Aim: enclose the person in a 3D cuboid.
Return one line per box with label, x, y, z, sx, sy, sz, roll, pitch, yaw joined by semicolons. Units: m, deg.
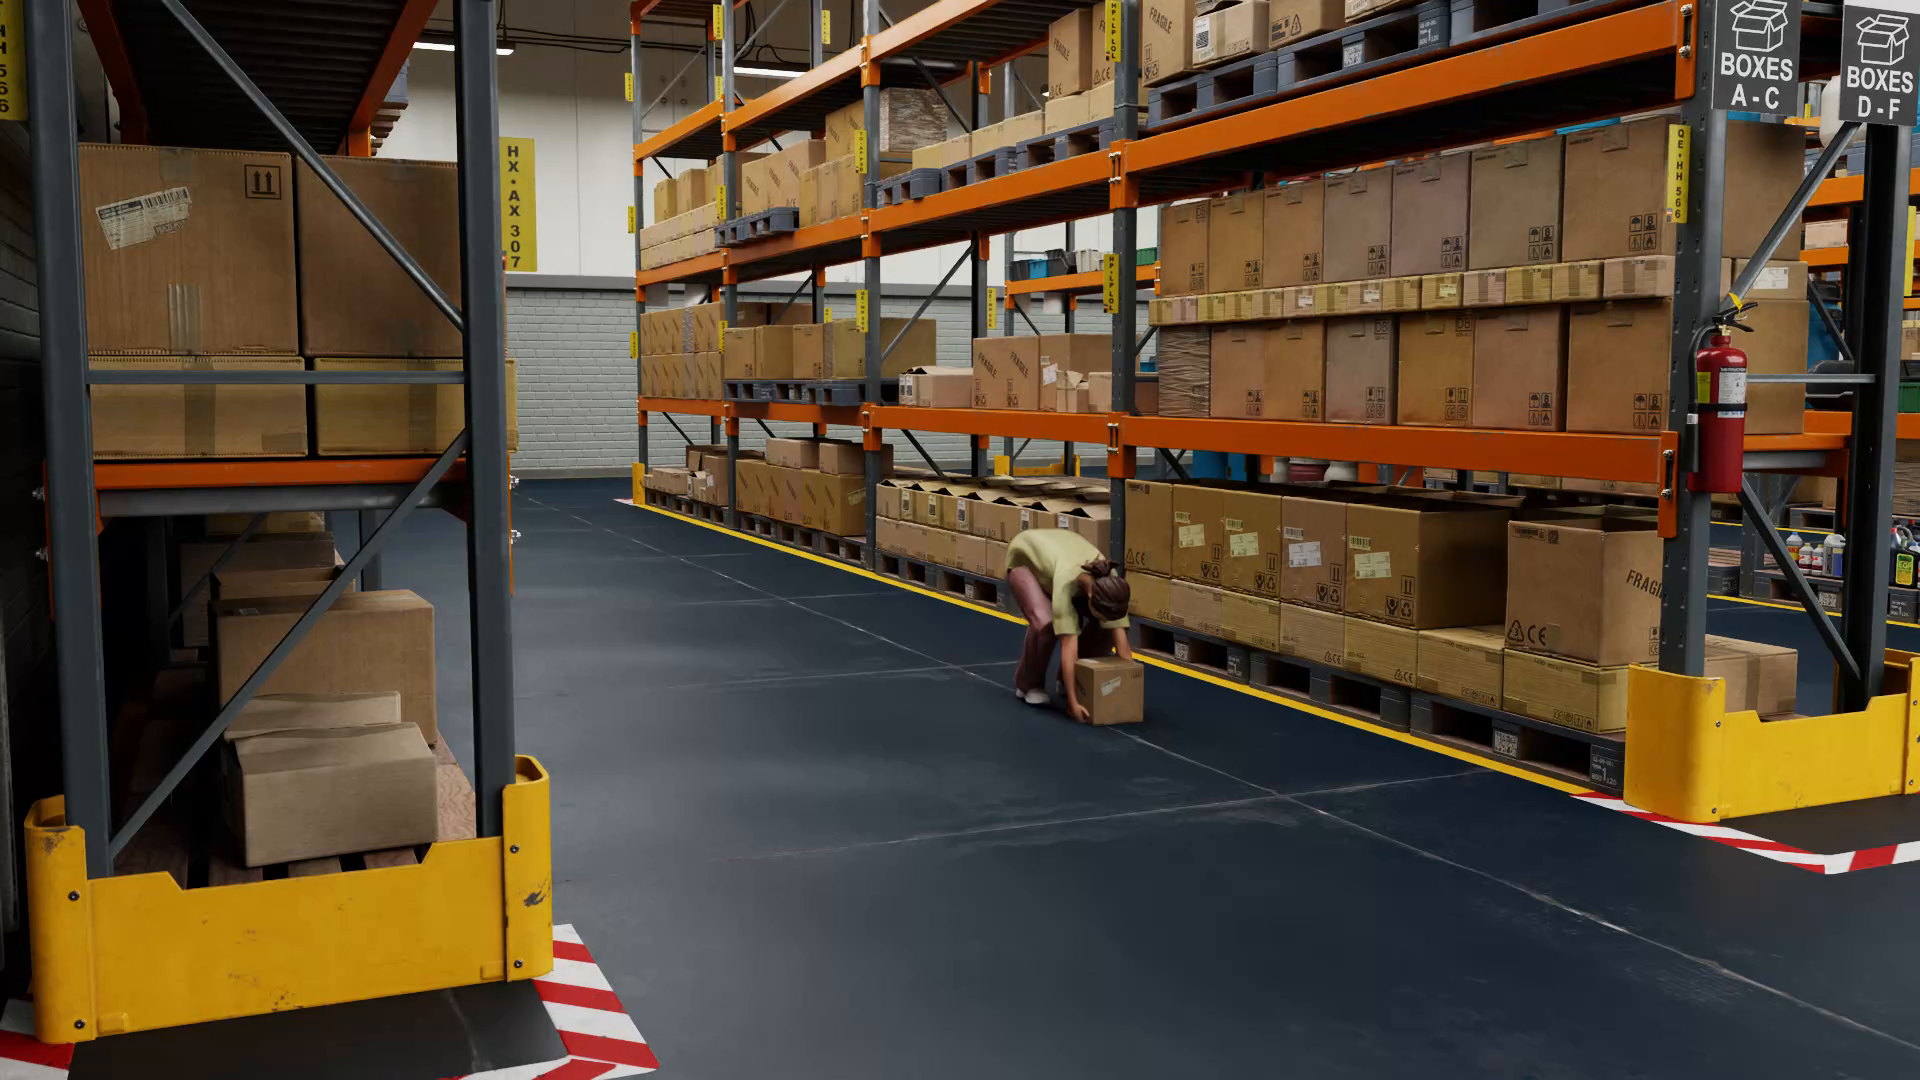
person;0.525;0.374;7.664;0.477;0.827;0.858;-3;6;-27
